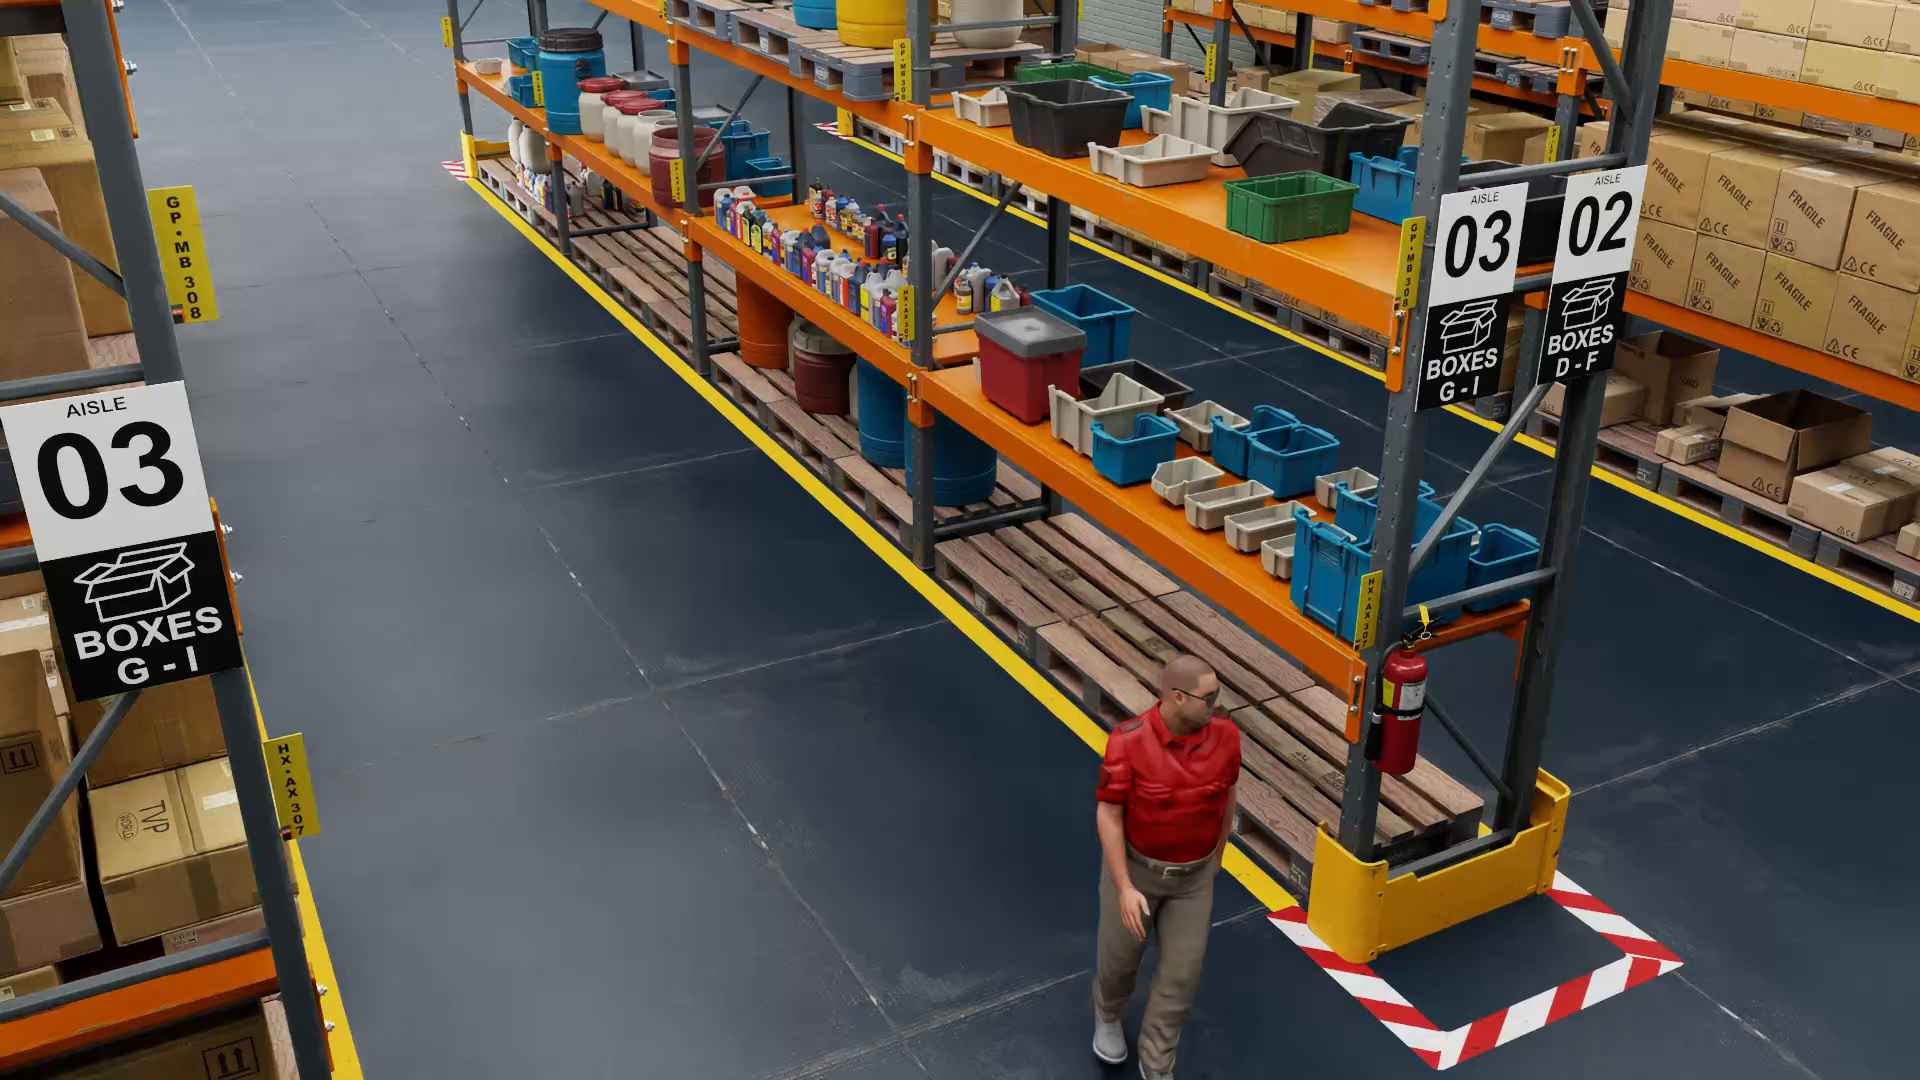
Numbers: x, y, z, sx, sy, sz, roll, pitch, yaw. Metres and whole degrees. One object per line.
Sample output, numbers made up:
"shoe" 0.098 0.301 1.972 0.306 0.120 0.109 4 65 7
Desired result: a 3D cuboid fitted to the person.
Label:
"person" 0.766 1.246 6.005 0.564 1.744 0.614 -5 26 -10
